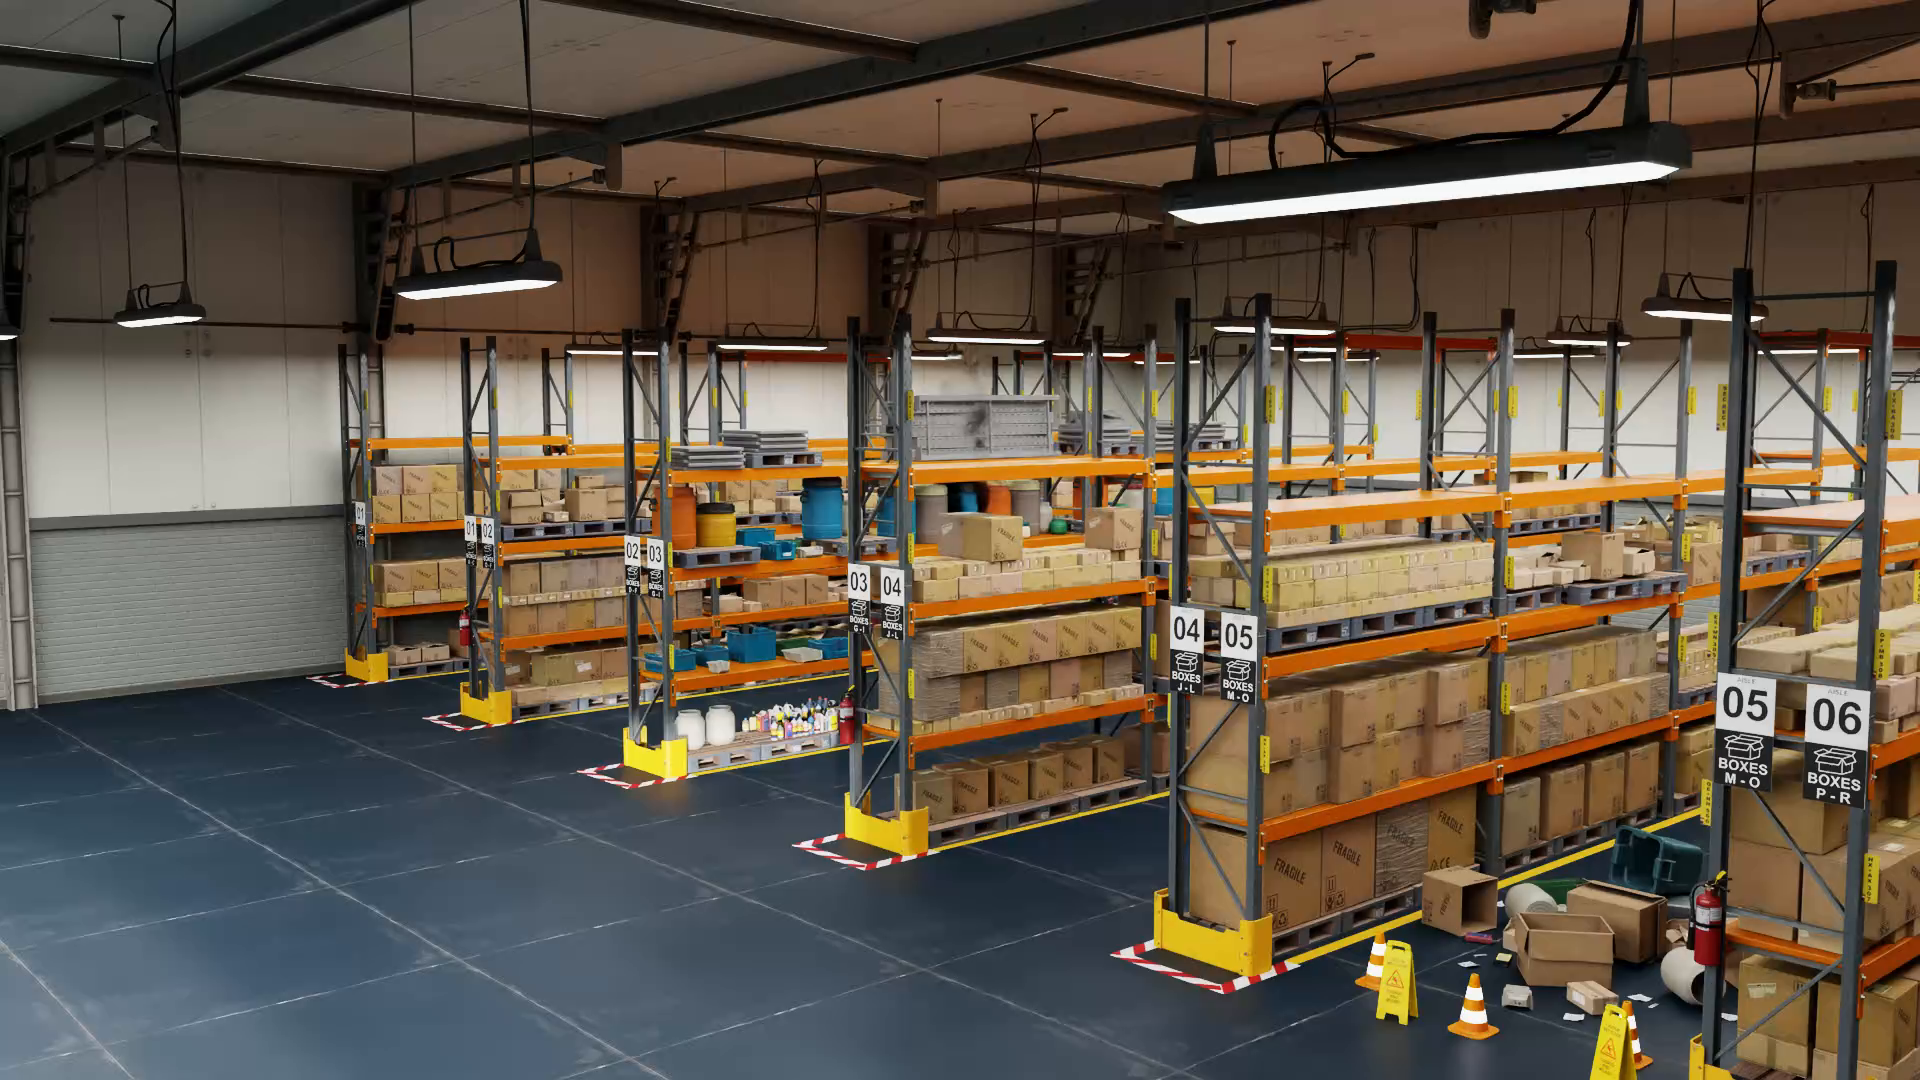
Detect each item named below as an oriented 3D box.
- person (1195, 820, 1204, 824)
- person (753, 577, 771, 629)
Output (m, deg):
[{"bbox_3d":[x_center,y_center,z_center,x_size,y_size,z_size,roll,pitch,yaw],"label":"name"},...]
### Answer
[{"bbox_3d":[2.798,2.703,18.020,0.670,1.726,0.789,5,7,44],"label":"person"},{"bbox_3d":[-3.811,1.496,32.414,0.538,1.557,0.529,3,6,32],"label":"person"}]
